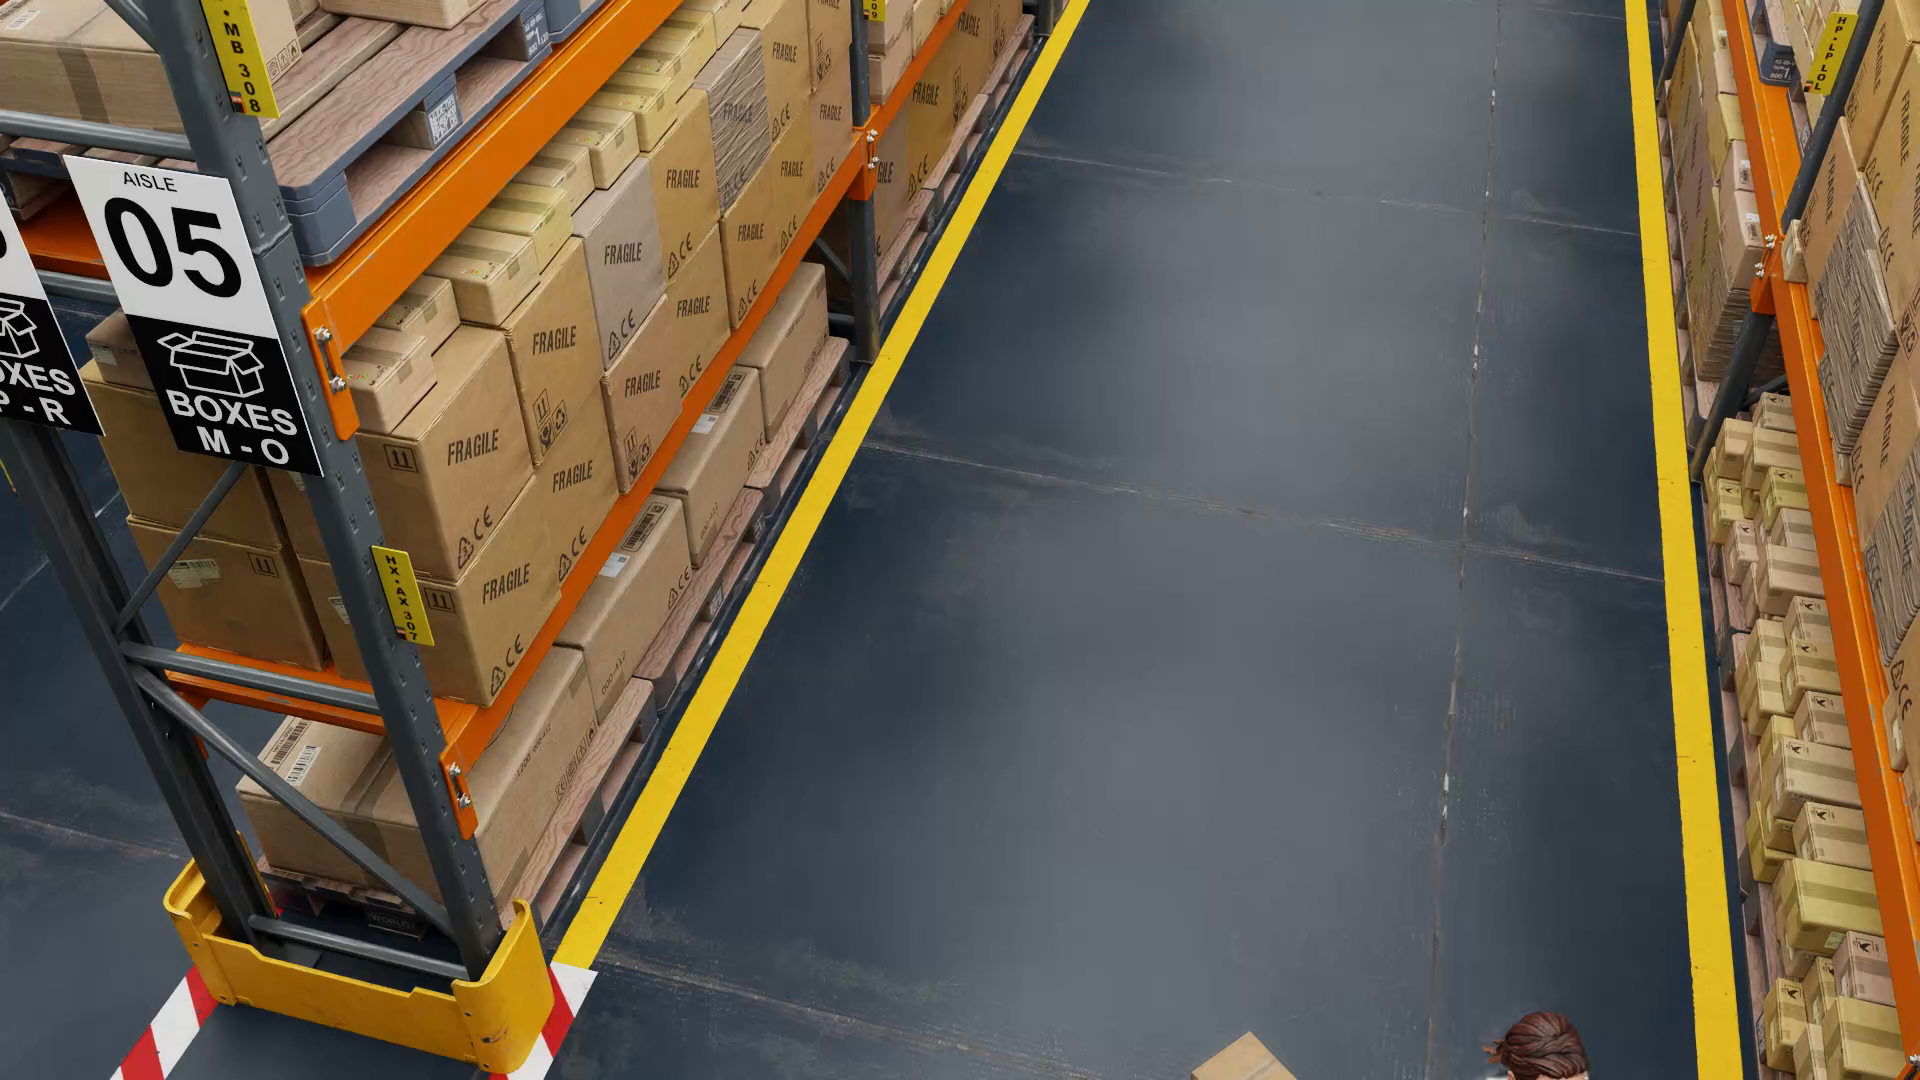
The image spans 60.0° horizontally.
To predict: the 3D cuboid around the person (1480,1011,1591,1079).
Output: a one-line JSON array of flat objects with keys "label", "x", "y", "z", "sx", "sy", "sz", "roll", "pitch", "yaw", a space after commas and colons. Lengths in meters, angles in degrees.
[{"label": "person", "x": 1.353, "y": 1.722, "z": 4.205, "sx": 0.445, "sy": 1.617, "sz": 1.080, "roll": -10, "pitch": 42, "yaw": -12}]
